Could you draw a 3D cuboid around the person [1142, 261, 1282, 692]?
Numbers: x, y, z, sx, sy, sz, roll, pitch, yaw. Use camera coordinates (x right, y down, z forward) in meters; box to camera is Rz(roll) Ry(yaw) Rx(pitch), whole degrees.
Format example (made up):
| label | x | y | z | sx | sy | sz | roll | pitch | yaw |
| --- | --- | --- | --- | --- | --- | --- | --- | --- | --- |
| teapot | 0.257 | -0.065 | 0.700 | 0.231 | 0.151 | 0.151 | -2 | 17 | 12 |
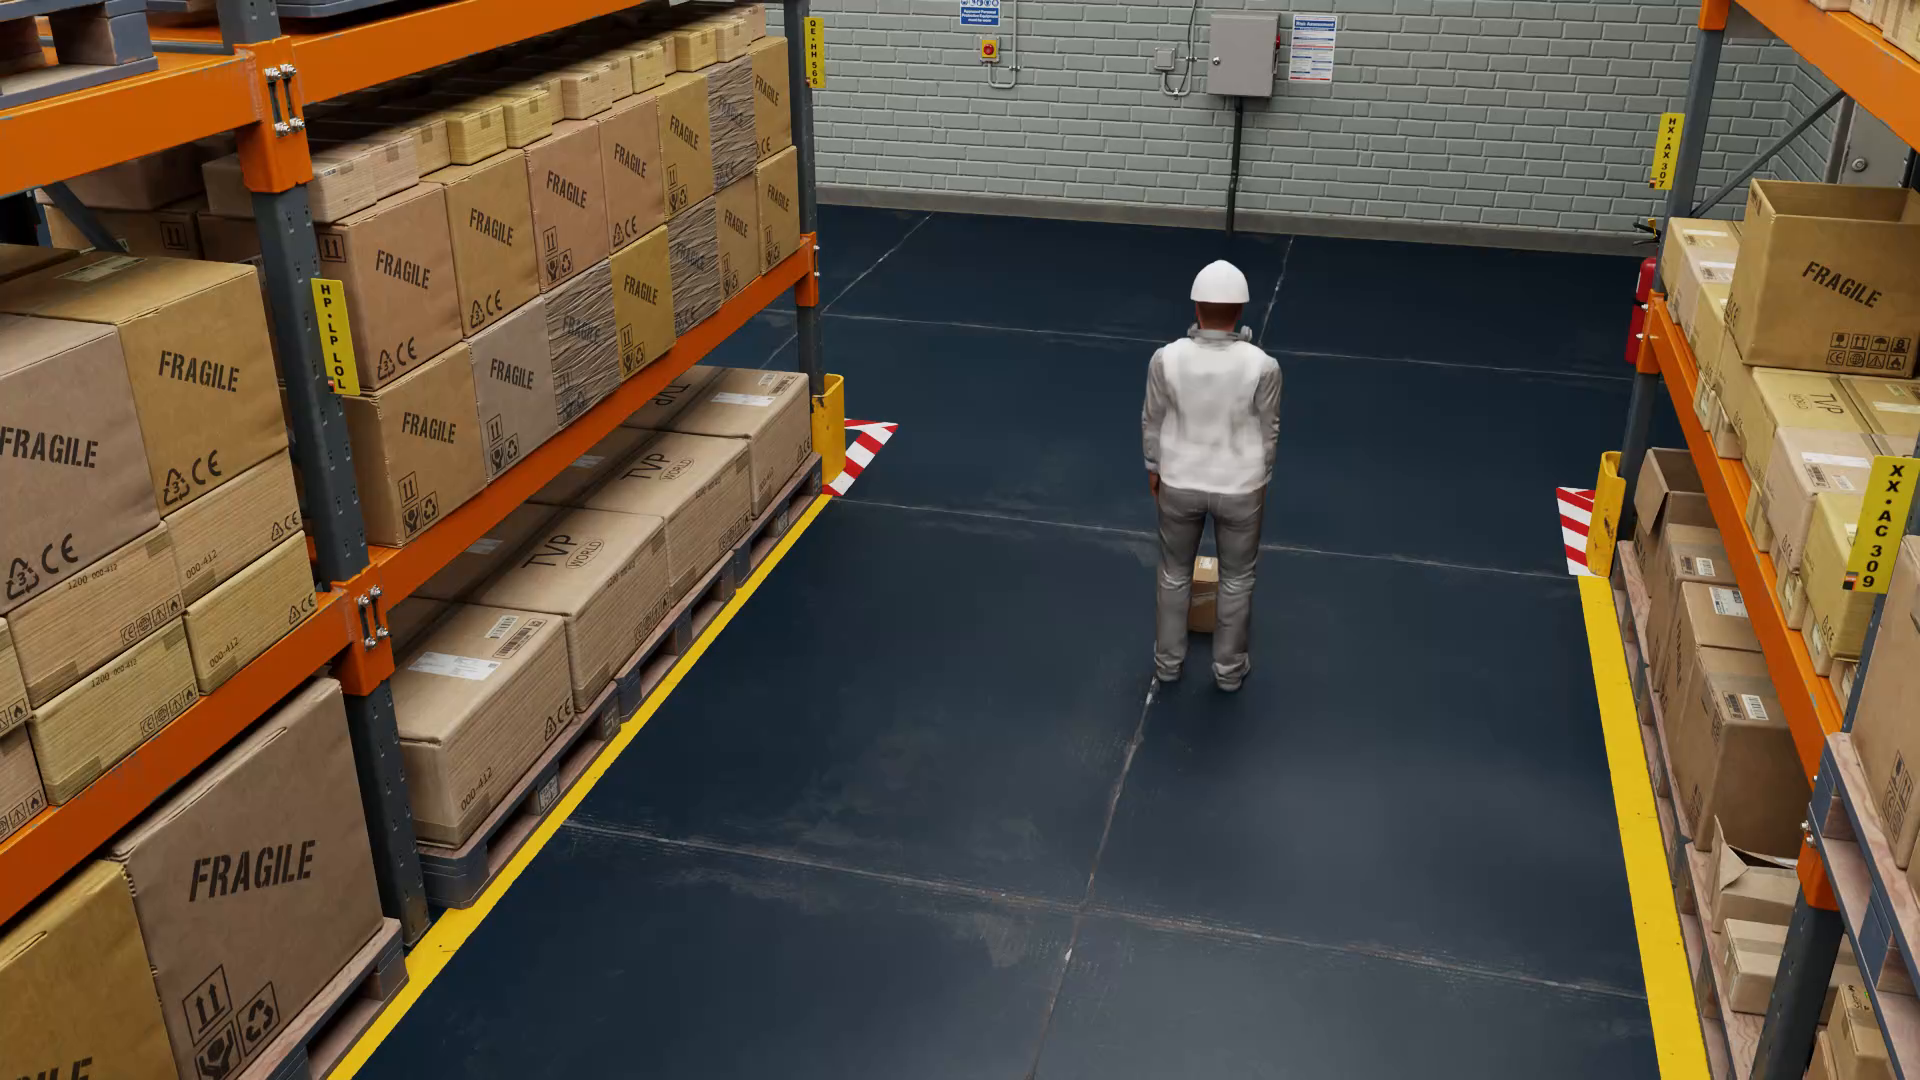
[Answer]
| label | x | y | z | sx | sy | sz | roll | pitch | yaw |
| --- | --- | --- | --- | --- | --- | --- | --- | --- | --- |
| person | 0.980 | -0.240 | 6.605 | 0.535 | 1.762 | 0.363 | 7 | 26 | 14 |
